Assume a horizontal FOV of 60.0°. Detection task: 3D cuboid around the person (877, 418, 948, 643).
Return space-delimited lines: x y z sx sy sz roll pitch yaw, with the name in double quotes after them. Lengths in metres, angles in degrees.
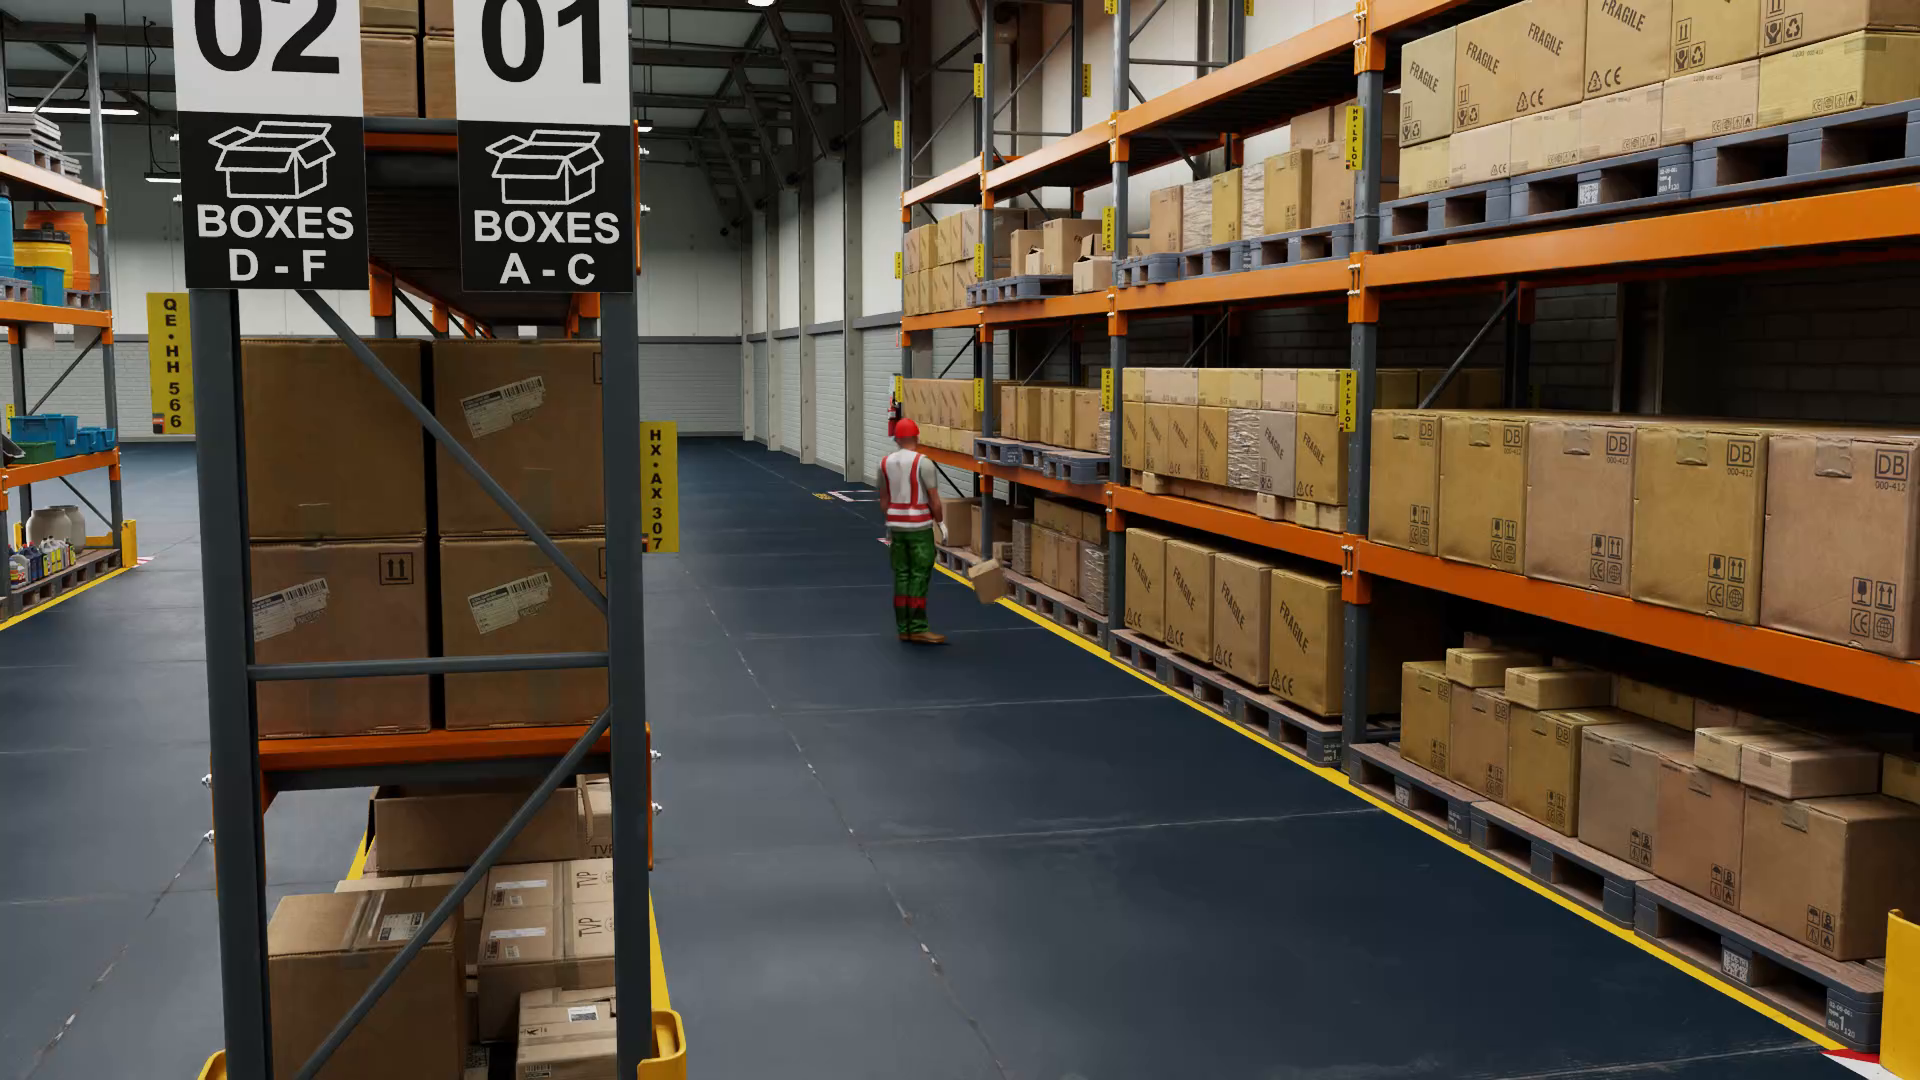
-0.354 -0.088 13.434 0.631 1.791 0.383 4 7 34 "person"
